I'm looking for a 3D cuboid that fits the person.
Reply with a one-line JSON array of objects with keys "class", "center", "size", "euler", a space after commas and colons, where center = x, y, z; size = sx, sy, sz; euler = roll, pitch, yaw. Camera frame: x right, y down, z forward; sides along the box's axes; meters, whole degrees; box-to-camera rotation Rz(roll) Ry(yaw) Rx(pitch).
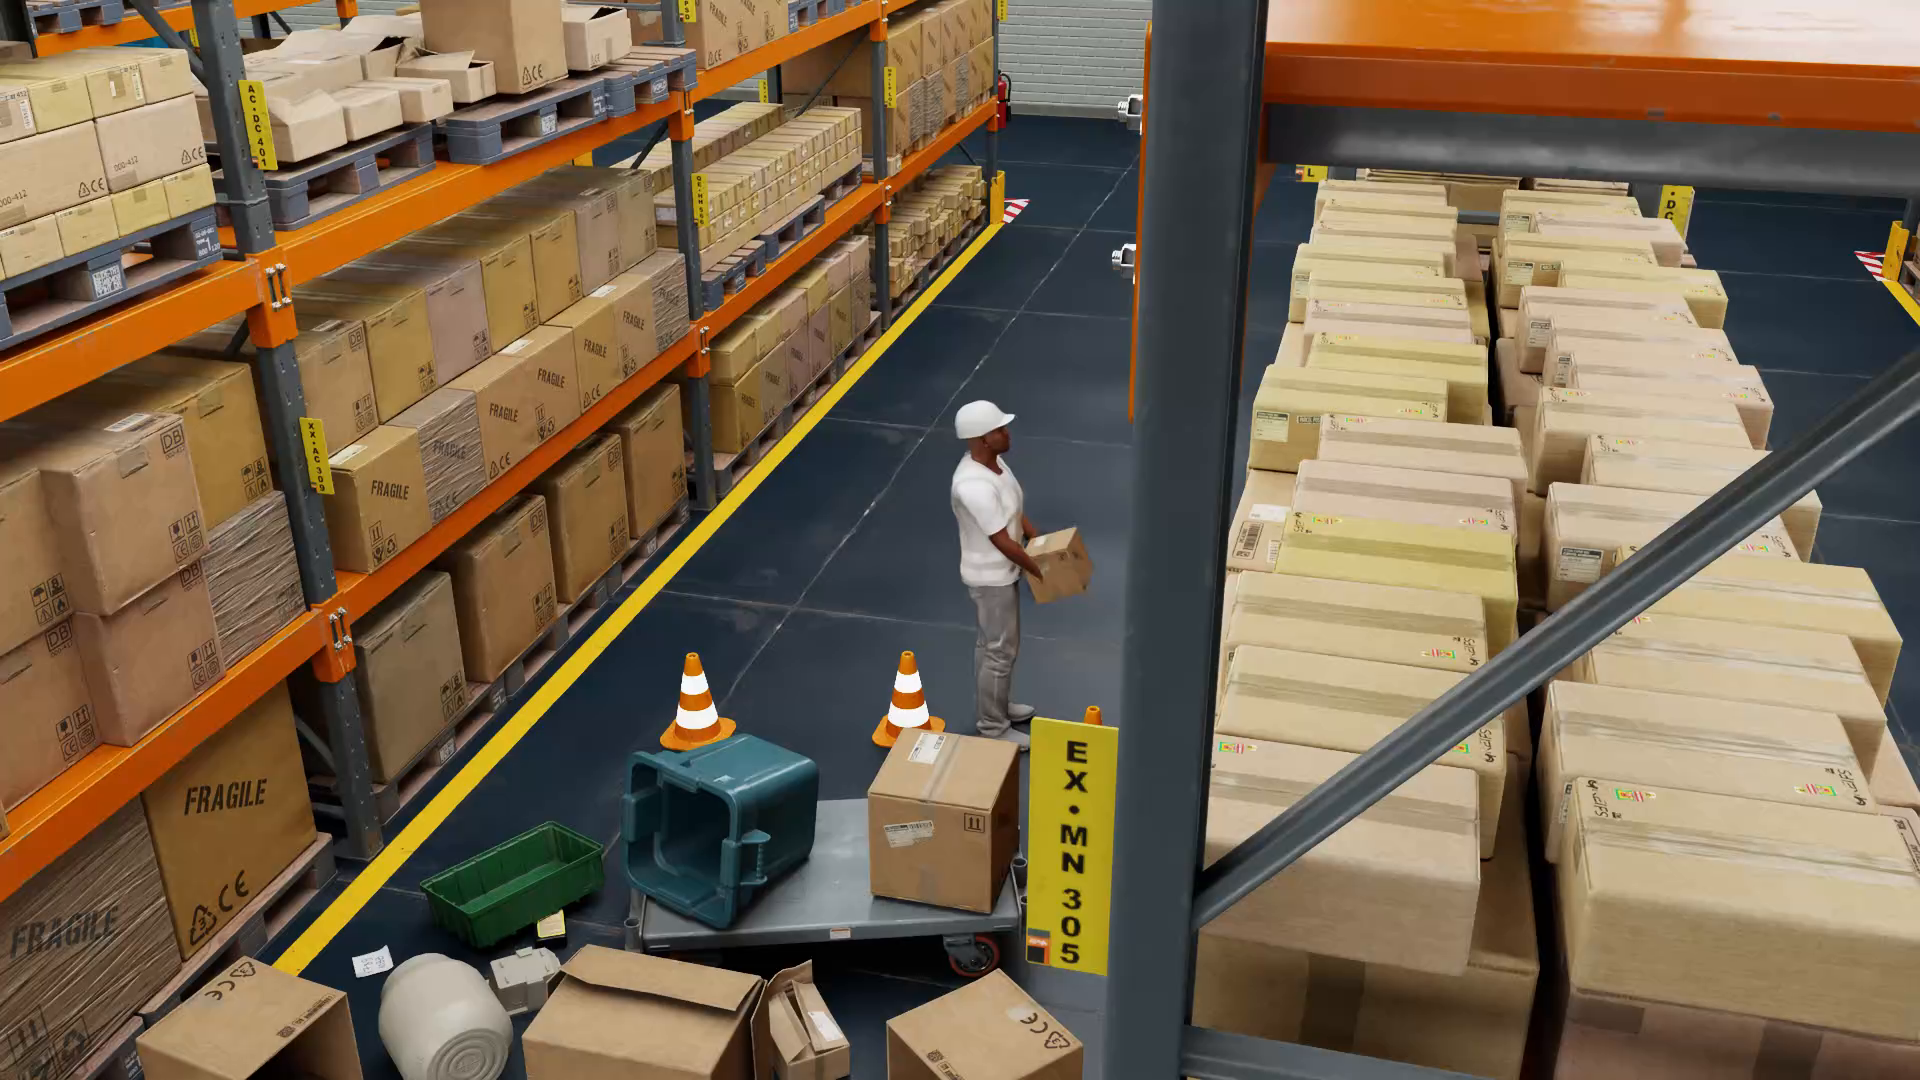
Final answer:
[{"class": "person", "center": [0.242, 0.160, 8.235], "size": [0.559, 1.772, 0.543], "euler": [2, 25, 5]}]
